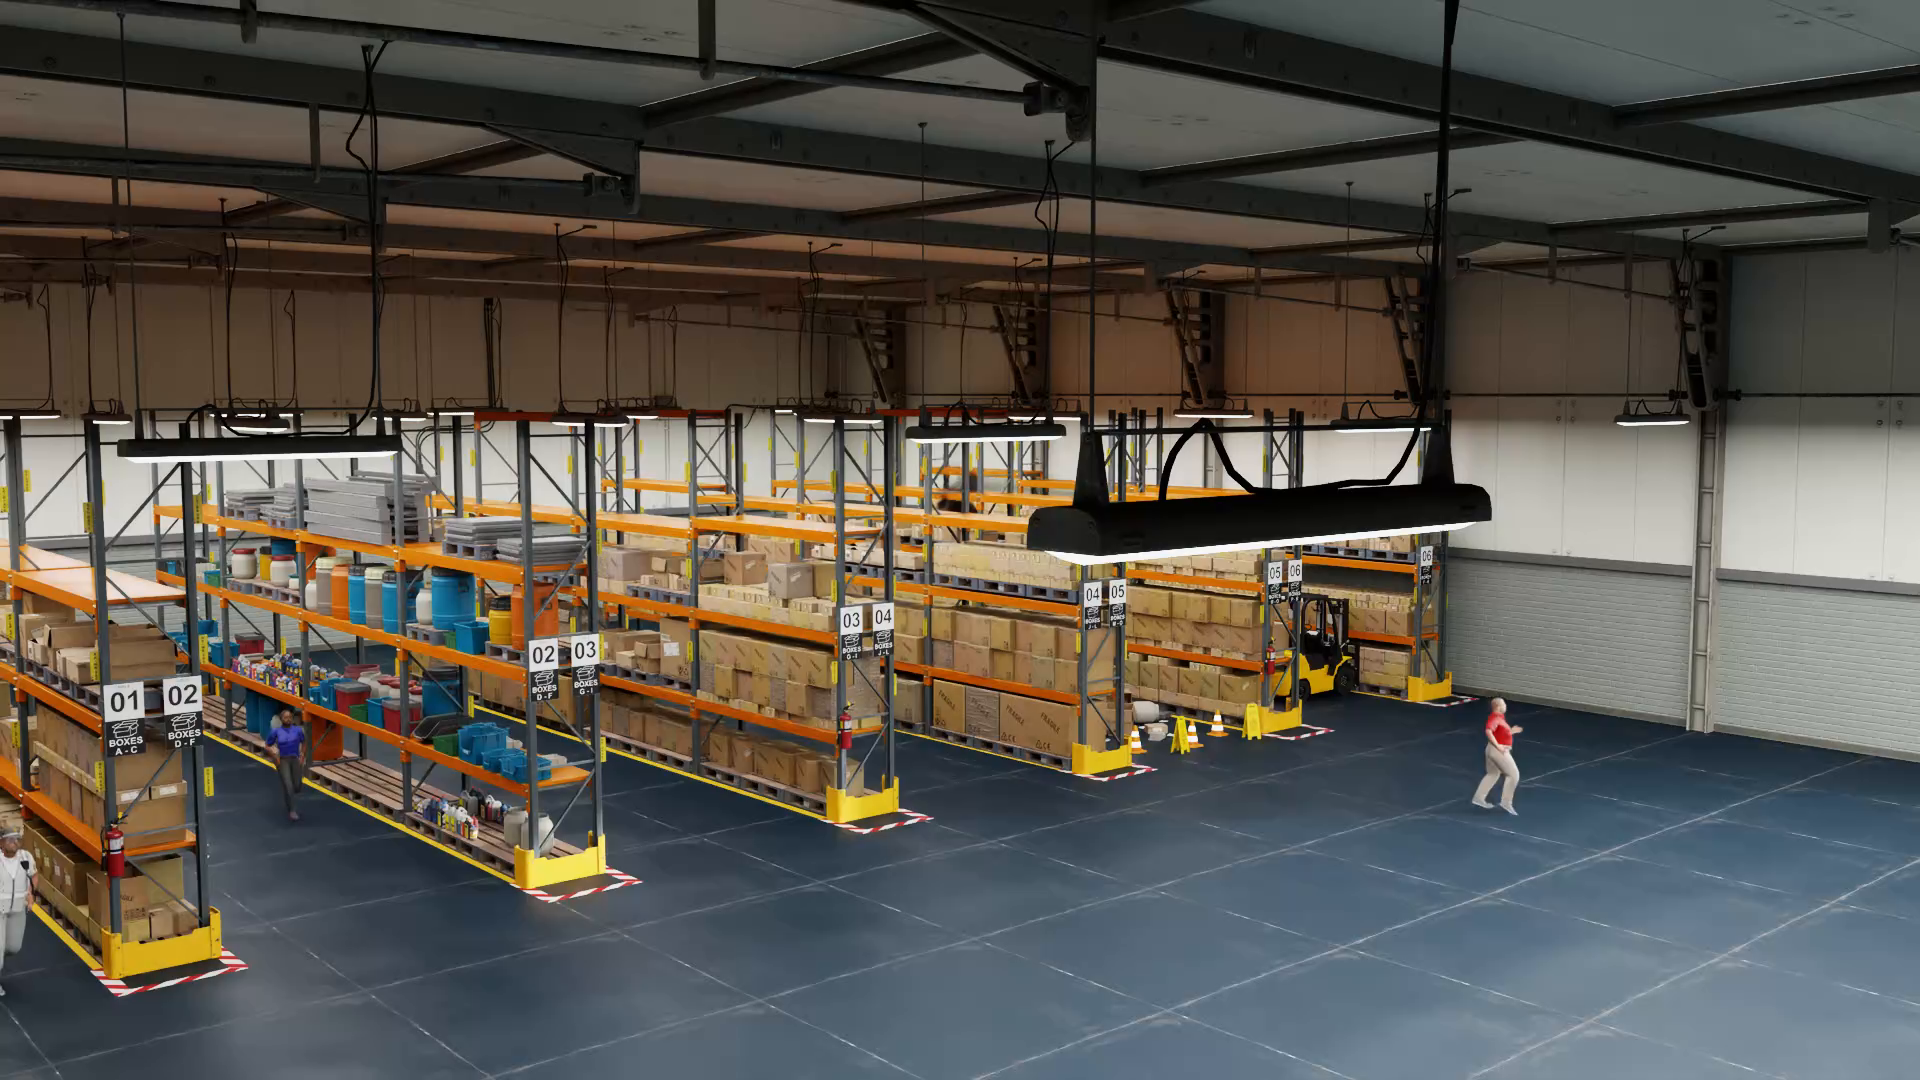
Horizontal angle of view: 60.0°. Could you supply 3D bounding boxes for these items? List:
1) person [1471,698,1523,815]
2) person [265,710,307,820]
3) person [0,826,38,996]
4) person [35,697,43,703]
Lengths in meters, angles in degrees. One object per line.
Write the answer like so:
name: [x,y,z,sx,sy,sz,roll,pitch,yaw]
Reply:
person: [8.140,3.276,25.126,0.745,1.798,0.639,0,5,0]
person: [-10.059,3.335,24.872,0.596,1.612,0.694,-4,6,-37]
person: [-10.222,3.929,17.802,0.631,1.750,0.706,4,7,41]
person: [-16.616,2.885,30.260,0.770,1.709,0.570,5,7,42]
